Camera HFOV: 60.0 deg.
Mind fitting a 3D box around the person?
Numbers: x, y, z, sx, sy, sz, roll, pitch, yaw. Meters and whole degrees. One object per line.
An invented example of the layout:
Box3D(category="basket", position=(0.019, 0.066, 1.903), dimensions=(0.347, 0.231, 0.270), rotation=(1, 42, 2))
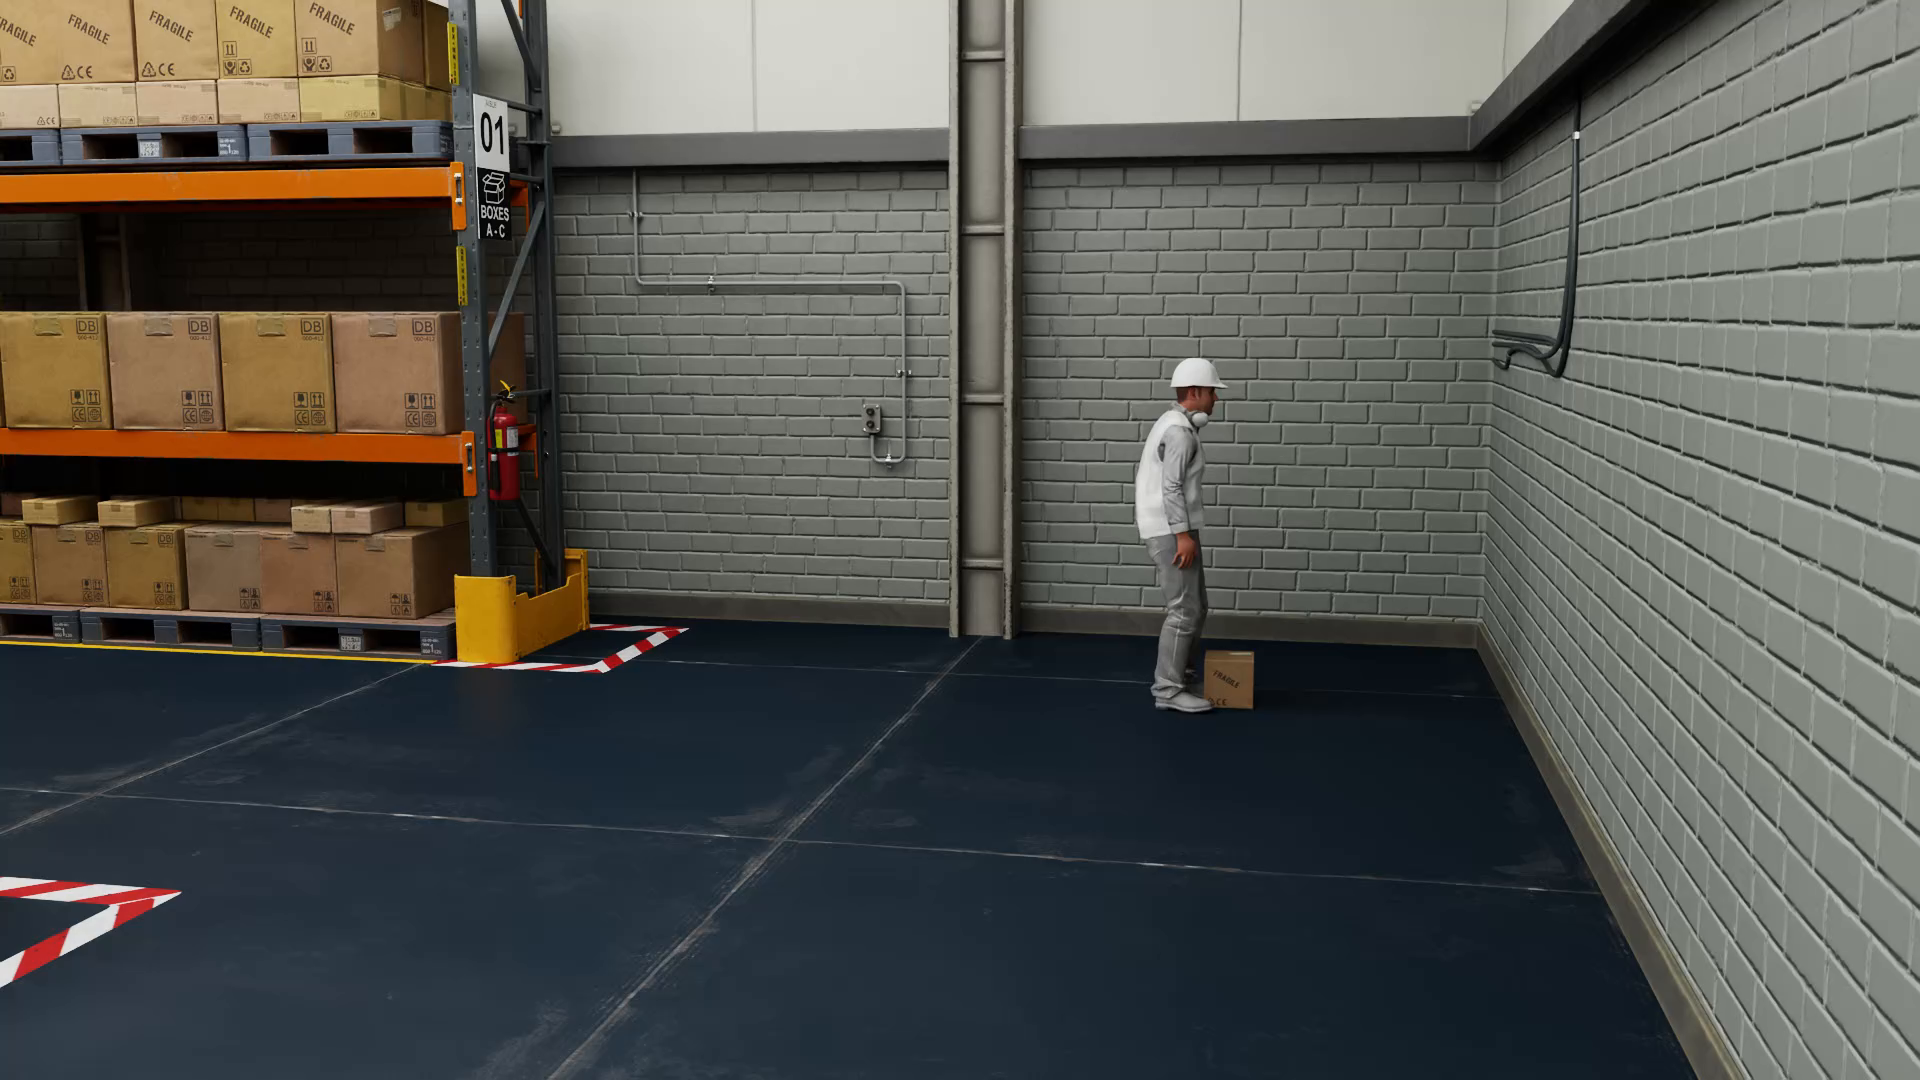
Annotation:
Box3D(category="person", position=(1.134, -0.041, 8.517), dimensions=(0.476, 1.769, 0.582), rotation=(1, 8, 8))
